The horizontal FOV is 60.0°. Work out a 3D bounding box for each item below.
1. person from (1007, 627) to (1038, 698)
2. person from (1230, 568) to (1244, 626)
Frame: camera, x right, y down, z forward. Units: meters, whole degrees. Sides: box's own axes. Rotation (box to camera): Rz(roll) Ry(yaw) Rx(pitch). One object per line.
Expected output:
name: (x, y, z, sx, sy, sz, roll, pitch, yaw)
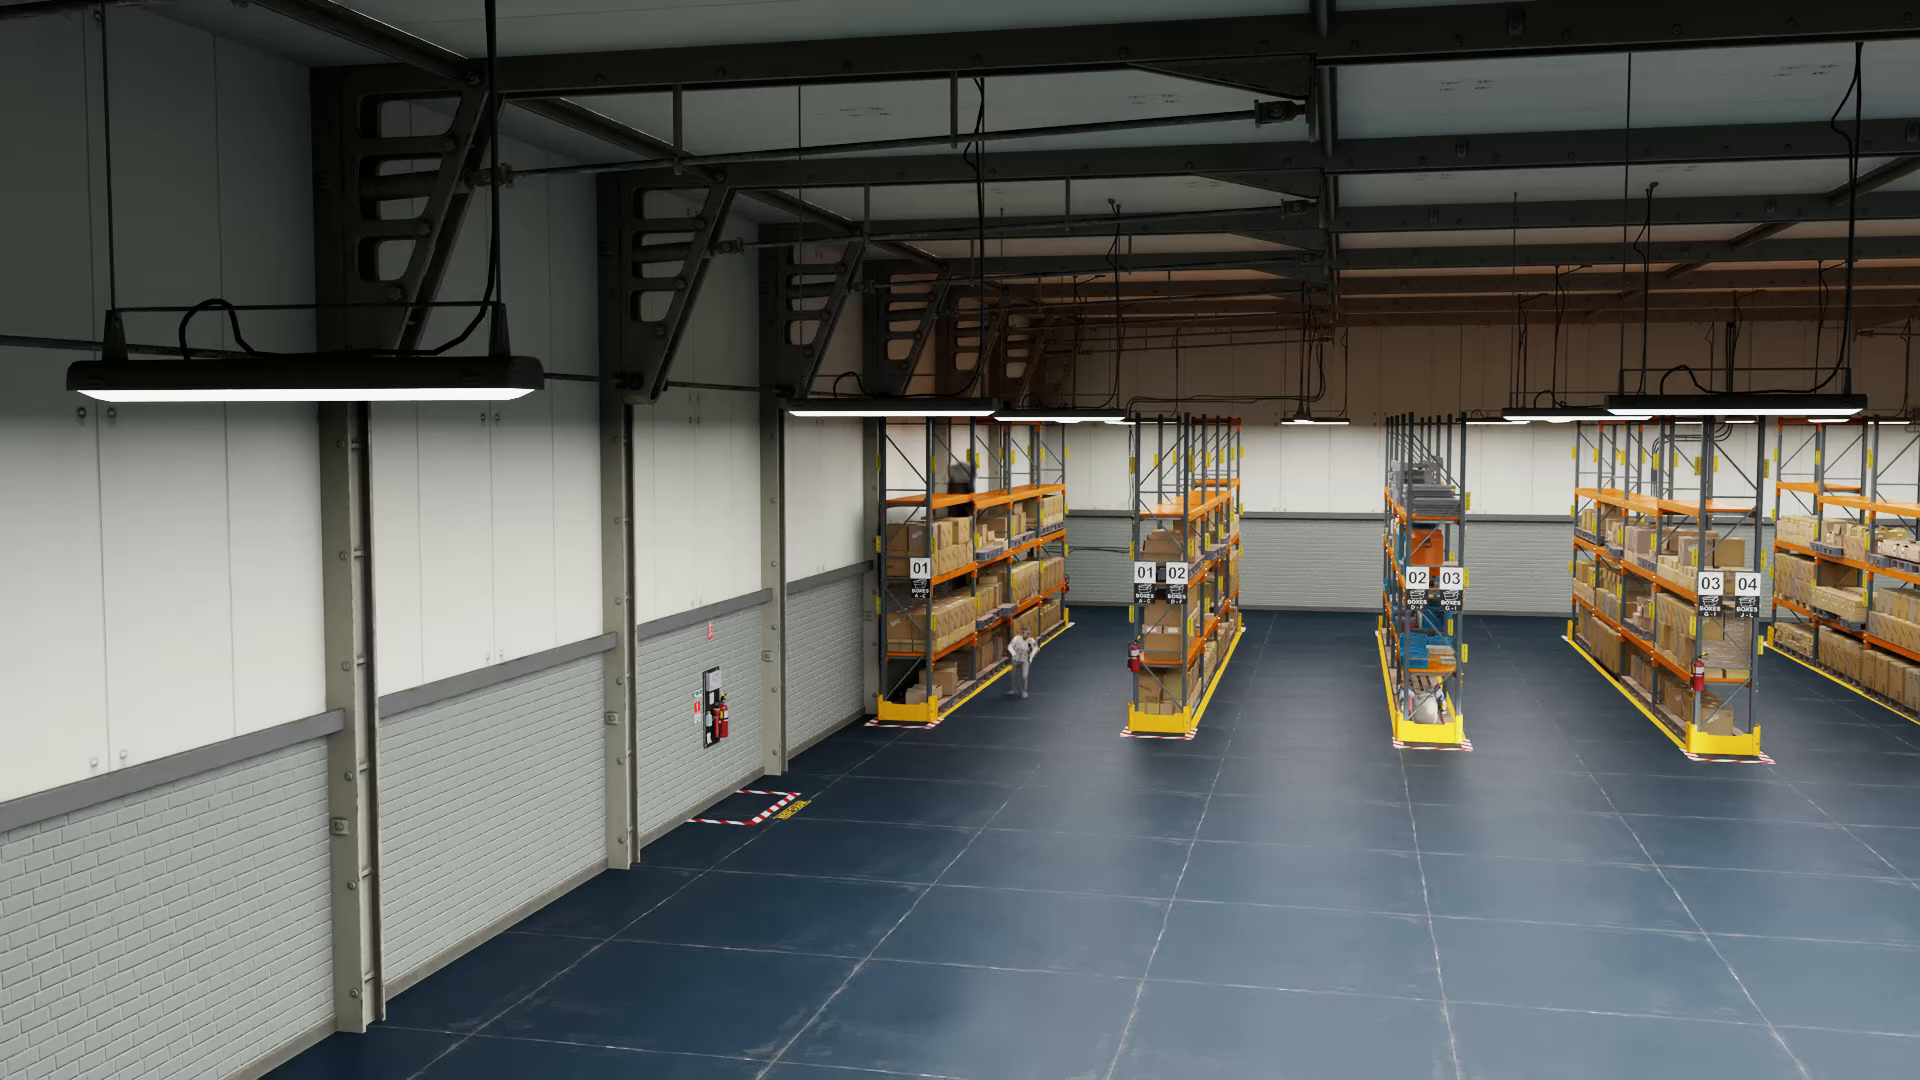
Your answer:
person: (1.314, 2.588, 35.408, 0.681, 1.552, 0.767, 1, 4, 10)
person: (7.721, 1.601, 47.968, 0.921, 1.762, 0.667, 1, 4, 15)
